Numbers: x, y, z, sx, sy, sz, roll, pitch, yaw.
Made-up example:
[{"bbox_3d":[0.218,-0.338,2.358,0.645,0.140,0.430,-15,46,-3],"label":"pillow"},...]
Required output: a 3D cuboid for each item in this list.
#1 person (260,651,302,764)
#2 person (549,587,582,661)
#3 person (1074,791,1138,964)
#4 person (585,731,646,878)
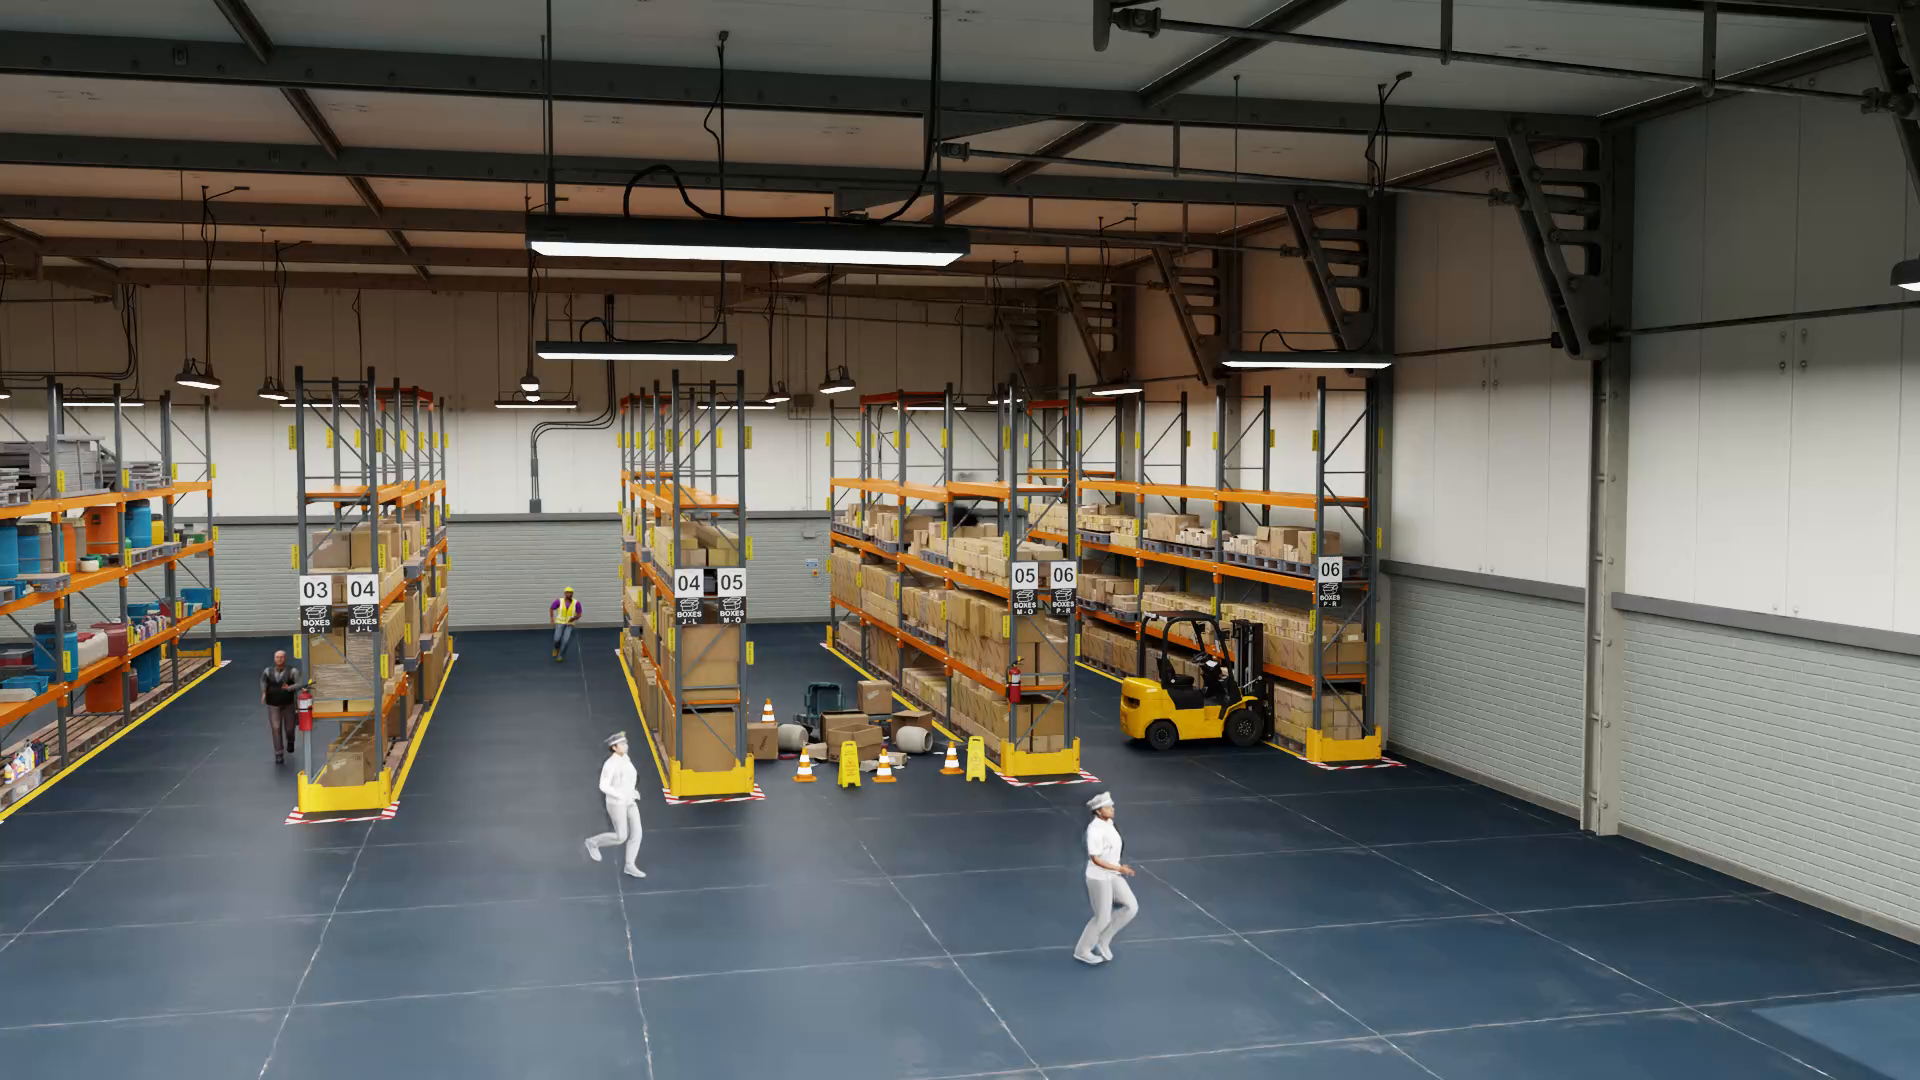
[{"bbox_3d":[-10.570,2.571,25.926,0.656,1.706,0.952,-1,4,-16],"label":"person"},{"bbox_3d":[-8.949,1.906,37.761,0.710,1.692,0.551,-1,4,-15],"label":"person"},{"bbox_3d":[1.396,3.214,15.892,0.603,1.662,0.579,1,4,22],"label":"person"},{"bbox_3d":[-3.956,3.036,19.200,0.747,1.682,0.617,1,4,21],"label":"person"}]
